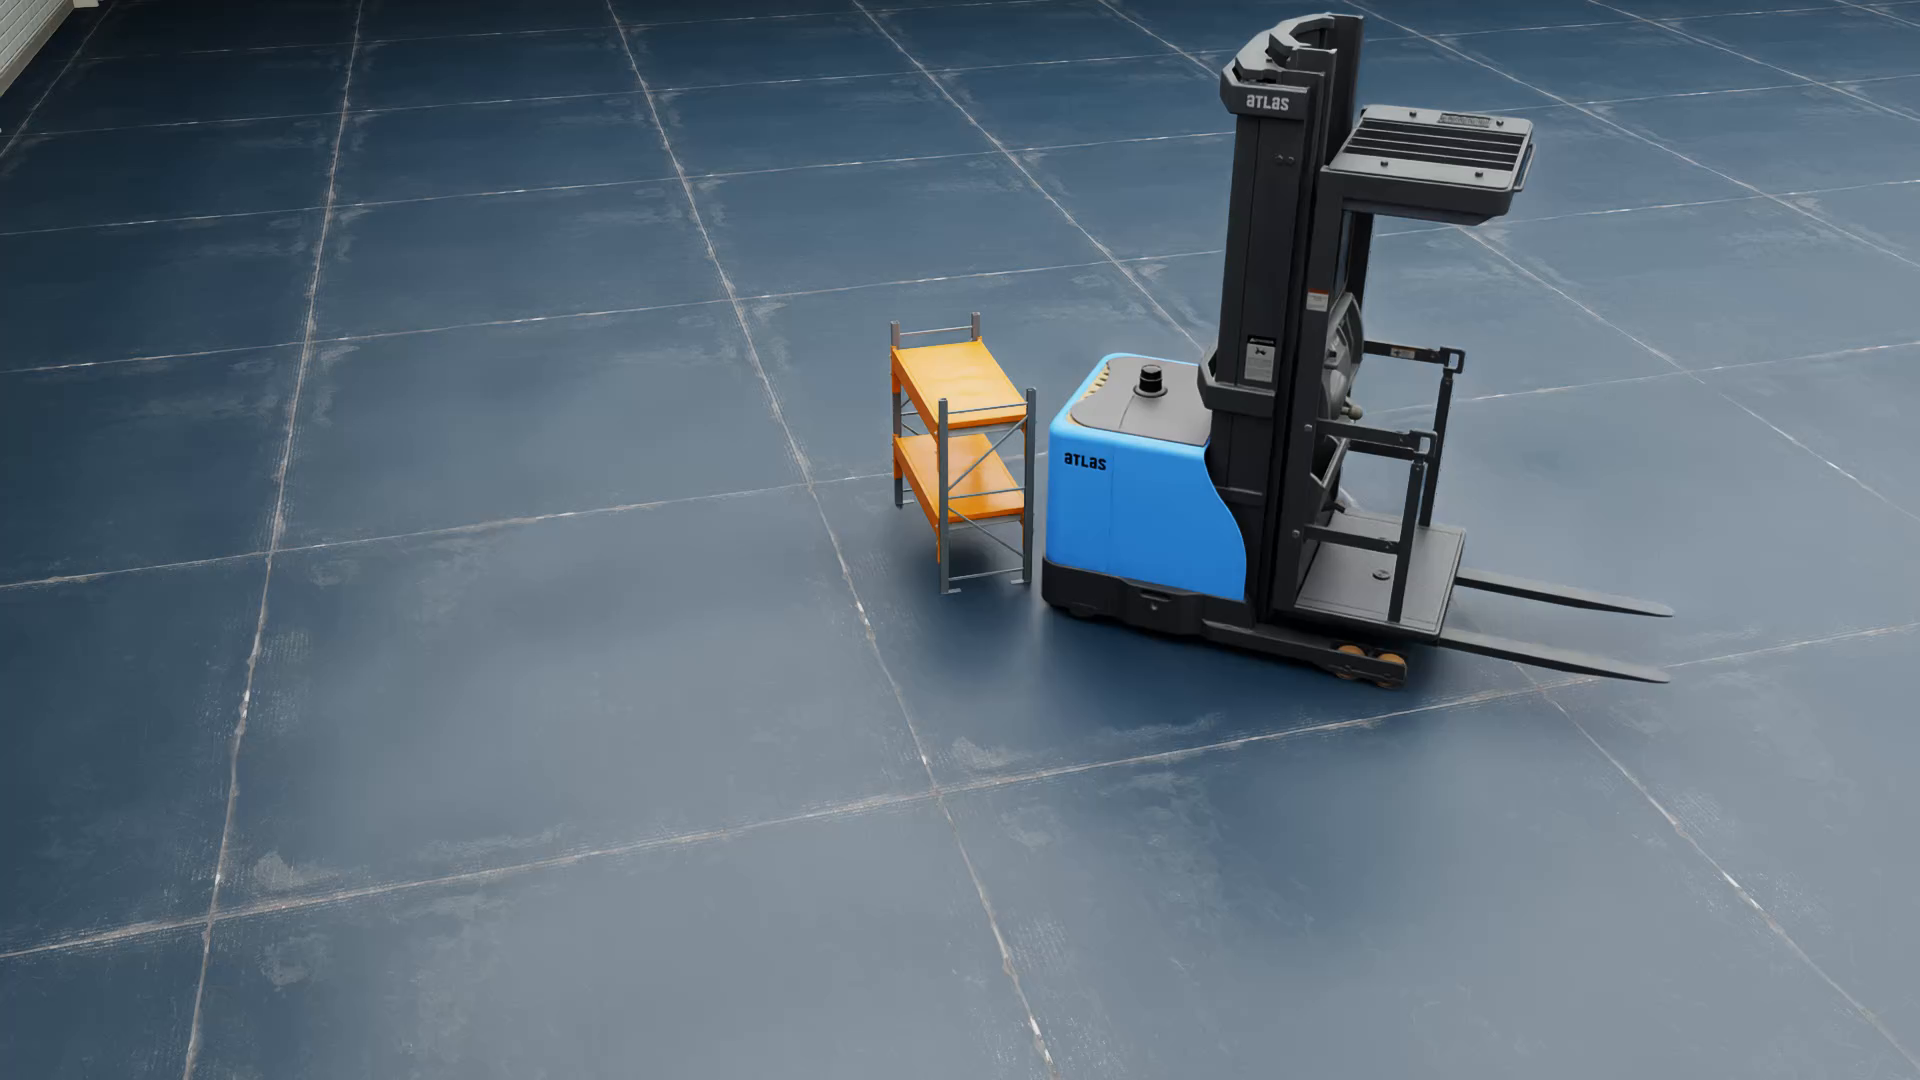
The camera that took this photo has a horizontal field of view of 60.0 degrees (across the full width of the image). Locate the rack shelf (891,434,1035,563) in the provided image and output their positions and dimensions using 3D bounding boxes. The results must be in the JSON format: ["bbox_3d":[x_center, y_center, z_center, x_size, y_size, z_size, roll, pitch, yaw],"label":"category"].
[{"bbox_3d":[0.002,-0.272,9.085,0.538,0.278,1.000,-8,31,-13],"label":"rack shelf"}]

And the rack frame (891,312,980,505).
[{"bbox_3d":[-0.133,-0.729,9.387,0.500,1.125,0.032,-8,31,-13],"label":"rack frame"}]

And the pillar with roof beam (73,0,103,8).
[{"bbox_3d":[-6.811,-11.205,19.626,9.100,9.000,0.400,-8,31,-13],"label":"pillar with roof beam"}]

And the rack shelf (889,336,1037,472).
[{"bbox_3d":[0.002,-0.737,8.816,0.538,0.278,1.000,-8,31,-13],"label":"rack shelf"}]

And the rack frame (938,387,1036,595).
[{"bbox_3d":[0.137,-0.238,8.538,0.500,1.125,0.032,-8,31,-13],"label":"rack frame"}]

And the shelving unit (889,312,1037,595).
[{"bbox_3d":[0.002,-0.484,8.963,0.538,1.125,1.048,-8,31,-13],"label":"shelving unit"}]

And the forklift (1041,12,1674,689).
[{"bbox_3d":[1.991,-0.855,7.801,3.031,2.935,1.130,11,32,19],"label":"forklift"}]
